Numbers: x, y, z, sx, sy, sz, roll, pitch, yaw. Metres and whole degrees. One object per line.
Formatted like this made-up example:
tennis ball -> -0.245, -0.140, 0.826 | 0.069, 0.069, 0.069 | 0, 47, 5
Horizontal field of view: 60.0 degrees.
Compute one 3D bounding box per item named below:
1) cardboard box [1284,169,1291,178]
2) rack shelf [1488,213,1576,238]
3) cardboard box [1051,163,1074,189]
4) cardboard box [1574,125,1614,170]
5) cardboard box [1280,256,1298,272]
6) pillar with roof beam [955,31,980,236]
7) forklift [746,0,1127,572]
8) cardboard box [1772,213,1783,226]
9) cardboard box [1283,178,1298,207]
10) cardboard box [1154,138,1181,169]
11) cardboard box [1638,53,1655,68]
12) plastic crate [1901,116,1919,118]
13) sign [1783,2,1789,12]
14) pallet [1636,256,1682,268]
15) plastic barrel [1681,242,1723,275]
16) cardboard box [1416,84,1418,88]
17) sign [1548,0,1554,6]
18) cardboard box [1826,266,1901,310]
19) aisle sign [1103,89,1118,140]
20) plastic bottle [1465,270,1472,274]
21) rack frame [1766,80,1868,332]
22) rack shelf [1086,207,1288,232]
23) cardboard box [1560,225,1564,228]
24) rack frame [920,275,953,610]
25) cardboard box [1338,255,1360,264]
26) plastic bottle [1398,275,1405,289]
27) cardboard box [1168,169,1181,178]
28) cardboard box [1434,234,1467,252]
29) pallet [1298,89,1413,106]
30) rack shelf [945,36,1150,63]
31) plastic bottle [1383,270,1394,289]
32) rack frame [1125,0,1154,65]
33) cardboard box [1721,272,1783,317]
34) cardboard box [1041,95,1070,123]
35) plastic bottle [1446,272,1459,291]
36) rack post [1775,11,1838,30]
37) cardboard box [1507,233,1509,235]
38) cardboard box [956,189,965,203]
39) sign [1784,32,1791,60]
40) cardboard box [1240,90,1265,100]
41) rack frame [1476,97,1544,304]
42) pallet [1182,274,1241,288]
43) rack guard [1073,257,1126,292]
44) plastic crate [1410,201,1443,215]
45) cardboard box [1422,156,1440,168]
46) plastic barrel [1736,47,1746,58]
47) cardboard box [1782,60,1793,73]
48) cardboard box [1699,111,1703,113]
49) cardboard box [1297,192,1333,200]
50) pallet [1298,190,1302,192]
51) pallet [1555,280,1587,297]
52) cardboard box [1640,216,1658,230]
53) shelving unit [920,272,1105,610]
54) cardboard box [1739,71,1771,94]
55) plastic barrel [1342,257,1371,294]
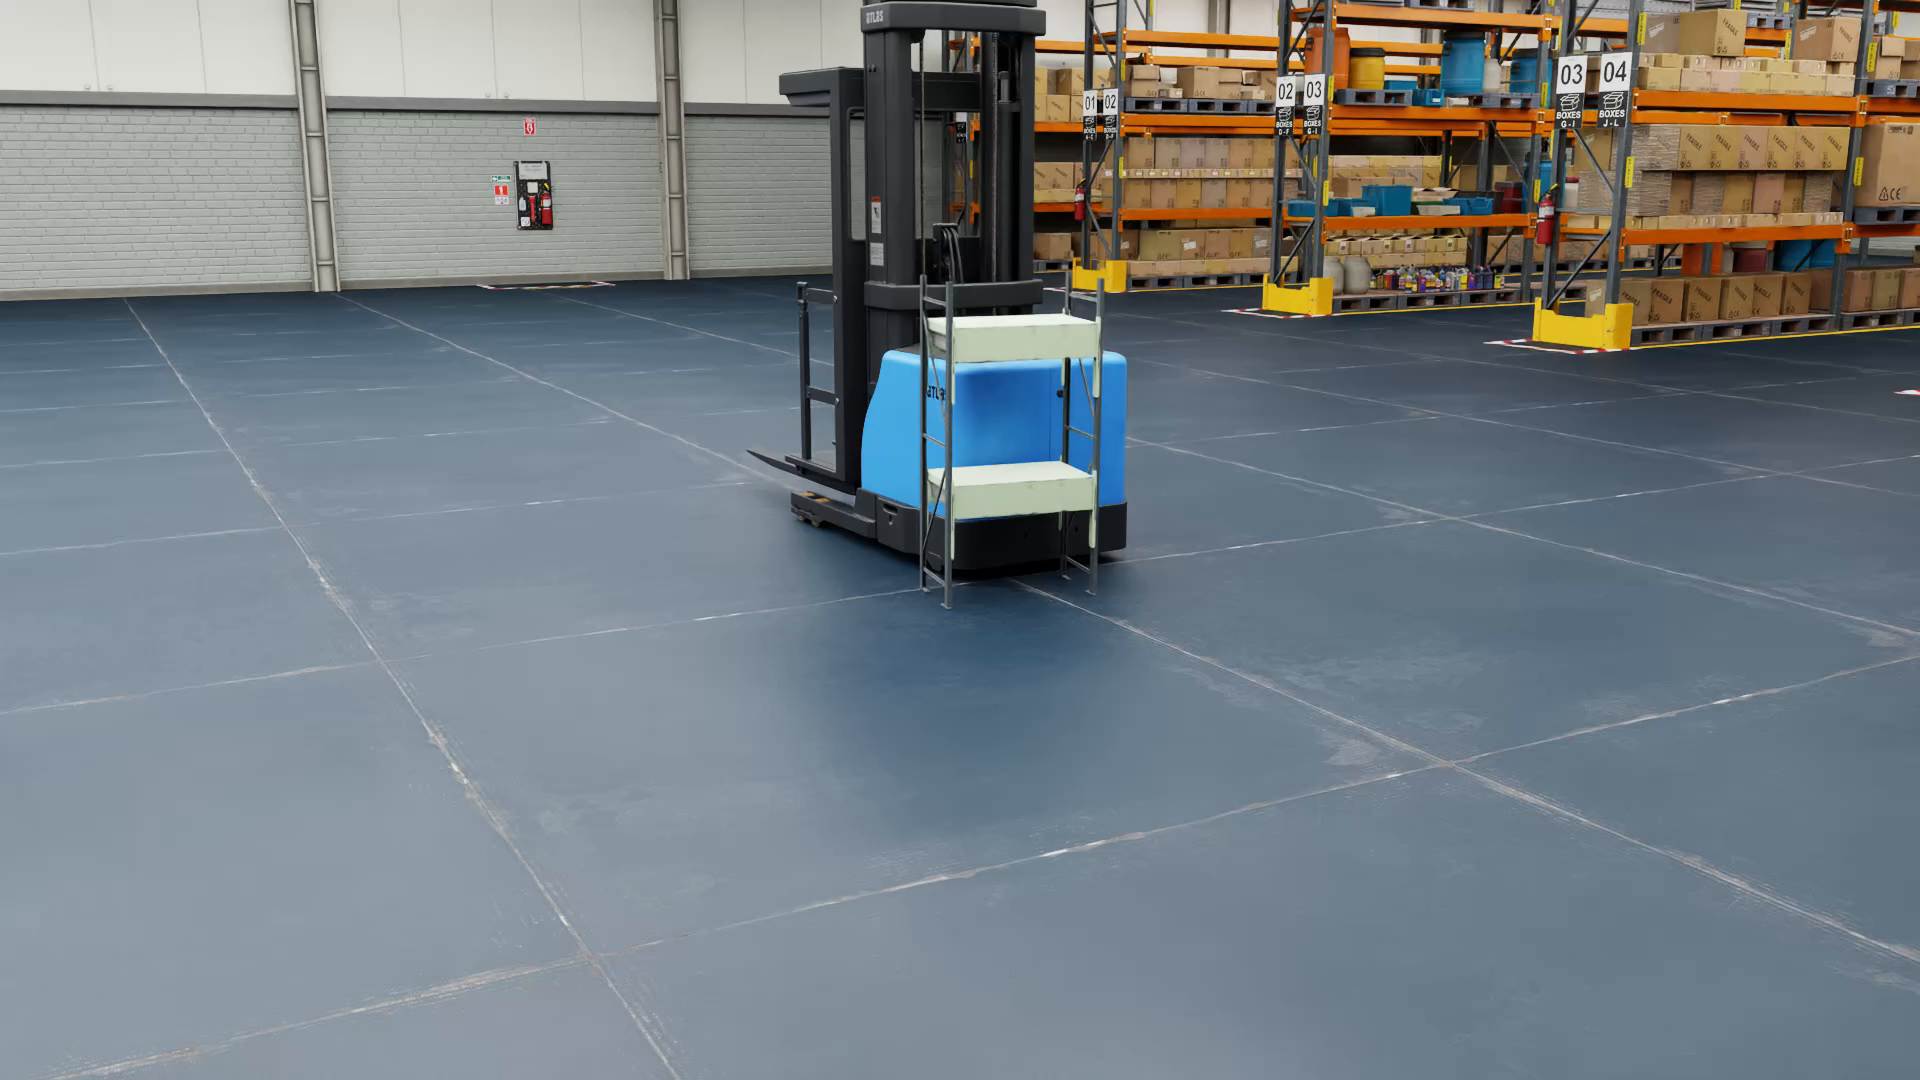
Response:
cardboard box -> 5.478, -6.310, 28.609 | 0.250, 0.149, 0.380 | -7, 15, -29
rack shelf -> 9.957, -4.944, 25.886 | 4.000, 0.370, 1.077 | -7, 14, -28
cardboard box -> 1.850, -7.028, 32.093 | 0.500, 0.500, 0.500 | -6, 14, -26
cardboard box -> 7.429, -4.497, 19.076 | 0.500, 0.500, 0.500 | -7, 14, -28
cardboard box -> 5.529, -4.812, 28.967 | 0.500, 0.250, 0.500 | -7, 14, -28
pillar with roof beam -> 2.207, -8.911, 28.208 | 0.400, 9.000, 9.100 | -7, 14, -28
forklift -> -0.318, -1.549, 9.315 | 1.130, 2.935, 3.031 | -7, 15, -30
cardboard box -> 9.606, -3.841, 19.915 | 0.250, 0.149, 0.380 | -7, 14, -28
cardboard box -> 5.445, -6.041, 28.891 | 0.500, 0.500, 0.700 | -7, 15, -29
cardboard box -> 3.242, -6.409, 27.574 | 0.500, 0.500, 0.700 | -7, 15, -29
cardboard box -> 7.417, -5.279, 18.335 | 0.250, 0.149, 0.380 | -7, 14, -28
plastic crate -> 16.445, -7.404, 28.642 | 0.590, 0.269, 0.497 | -7, 14, -28
sign -> 16.613, -10.653, 33.461 | 0.005, 0.325, 0.100 | -7, 14, -28
pallet -> 14.529, -5.722, 34.055 | 1.213, 0.211, 1.003 | -7, 14, -28
plastic barrel -> 12.134, -4.707, 27.177 | 0.708, 0.830, 0.600 | -7, 14, -28
cardboard box -> 9.642, -9.861, 36.325 | 0.500, 0.250, 0.500 | -6, 14, -24
sign -> 8.456, -7.803, 23.760 | 0.005, 0.325, 0.100 | -7, 14, -28
cardboard box -> 11.552, -3.233, 21.332 | 0.500, 0.500, 0.700 | -7, 14, -28
aisle sign -> 2.410, -6.821, 26.667 | 0.004, 0.787, 0.394 | -7, 14, -28
plastic bottle -> 7.513, -3.853, 24.600 | 0.135, 0.276, 0.152 | -7, 14, -28
rack frame -> 10.575, -4.130, 20.630 | 0.127, 3.000, 1.000 | -7, 14, -28
rack shelf -> 4.076, -5.478, 28.259 | 4.000, 0.370, 1.077 | -7, 14, -28
cardboard box -> 11.435, -6.133, 32.514 | 0.500, 0.250, 0.500 | -7, 14, -28
rack frame -> -0.112, -0.452, 7.682 | 0.023, 1.500, 0.400 | -5, 14, -19
cardboard box -> 6.754, -4.951, 29.585 | 0.500, 0.250, 0.500 | -6, 14, -26
plastic bottle -> 6.525, -3.805, 24.556 | 0.097, 0.201, 0.097 | 0, 13, 0
cardboard box -> 3.441, -6.064, 27.519 | 0.250, 0.149, 0.380 | -7, 14, -29
cardboard box -> 9.001, -5.495, 30.723 | 0.500, 0.311, 0.500 | -6, 14, -26
pallet -> 5.464, -6.104, 22.996 | 1.213, 0.211, 1.003 | -7, 14, -28
rack shelf -> 1.700, -9.358, 31.841 | 4.000, 0.370, 1.077 | -7, 14, -28
plastic bottle -> 6.327, -3.849, 24.581 | 0.135, 0.276, 0.152 | -7, 14, -27
rack frame -> 3.455, -9.921, 32.697 | 0.127, 3.000, 1.000 | -7, 14, -28
cardboard box -> 9.706, -3.020, 20.432 | 0.500, 0.500, 0.500 | -2, 13, -10
cardboard box -> 1.760, -8.248, 31.821 | 0.500, 0.500, 0.500 | -6, 14, -24
plastic bottle -> 7.178, -3.777, 24.261 | 0.135, 0.276, 0.152 | -7, 14, -27
rack post -> 13.508, -8.372, 26.952 | 0.954, 0.300, 0.937 | -5, 14, -22
cardboard box -> 10.506, -5.654, 32.091 | 0.500, 0.500, 0.500 | -7, 15, -30
cardboard box -> 0.261, -6.596, 31.884 | 0.500, 0.250, 0.500 | -7, 14, -27
sign -> 10.306, -6.145, 20.675 | 0.005, 0.325, 0.100 | -7, 14, -28
cardboard box -> 4.904, -7.474, 27.954 | 0.250, 0.149, 0.380 | -7, 14, -28
rack frame -> 8.202, -5.085, 24.872 | 0.127, 3.000, 1.000 | -7, 14, -28
pallet -> 4.042, -4.475, 28.511 | 1.213, 0.211, 1.003 | -7, 14, -28
rack guard -> 2.300, -4.397, 27.509 | 0.348, 0.500, 1.175 | -7, 14, -28
plastic crate -> 6.875, -4.893, 24.502 | 0.662, 0.188, 0.450 | -7, 14, -28
cardboard box -> 10.189, -8.307, 36.529 | 0.500, 0.250, 0.500 | -6, 14, -26
plastic barrel -> 12.213, -7.443, 26.582 | 0.708, 0.830, 0.600 | -7, 14, -28
cardboard box -> 9.479, -5.525, 19.428 | 0.250, 0.149, 0.380 | -6, 14, -26
cardboard box -> 14.717, -8.433, 33.257 | 0.500, 0.250, 0.500 | -7, 14, -28
cardboard box -> 6.243, -6.027, 29.399 | 0.500, 0.250, 0.500 | -6, 14, -24
pallet -> 6.391, -7.226, 34.822 | 1.003, 0.211, 1.213 | -7, 14, -28
pallet -> 9.945, -3.944, 26.152 | 1.213, 0.211, 1.003 | -7, 14, -28
cardboard box -> 7.657, -3.594, 18.818 | 0.250, 0.149, 0.380 | -7, 14, -28
shelving unit -> 0.232, -0.479, 7.803 | 0.755, 1.500, 0.431 | -5, 14, -19
cardboard box -> 8.952, -5.263, 19.174 | 0.500, 0.250, 0.500 | -6, 14, -26
plastic barrel -> 5.672, -3.792, 23.836 | 0.421, 0.512, 0.421 | 0, 13, 0
